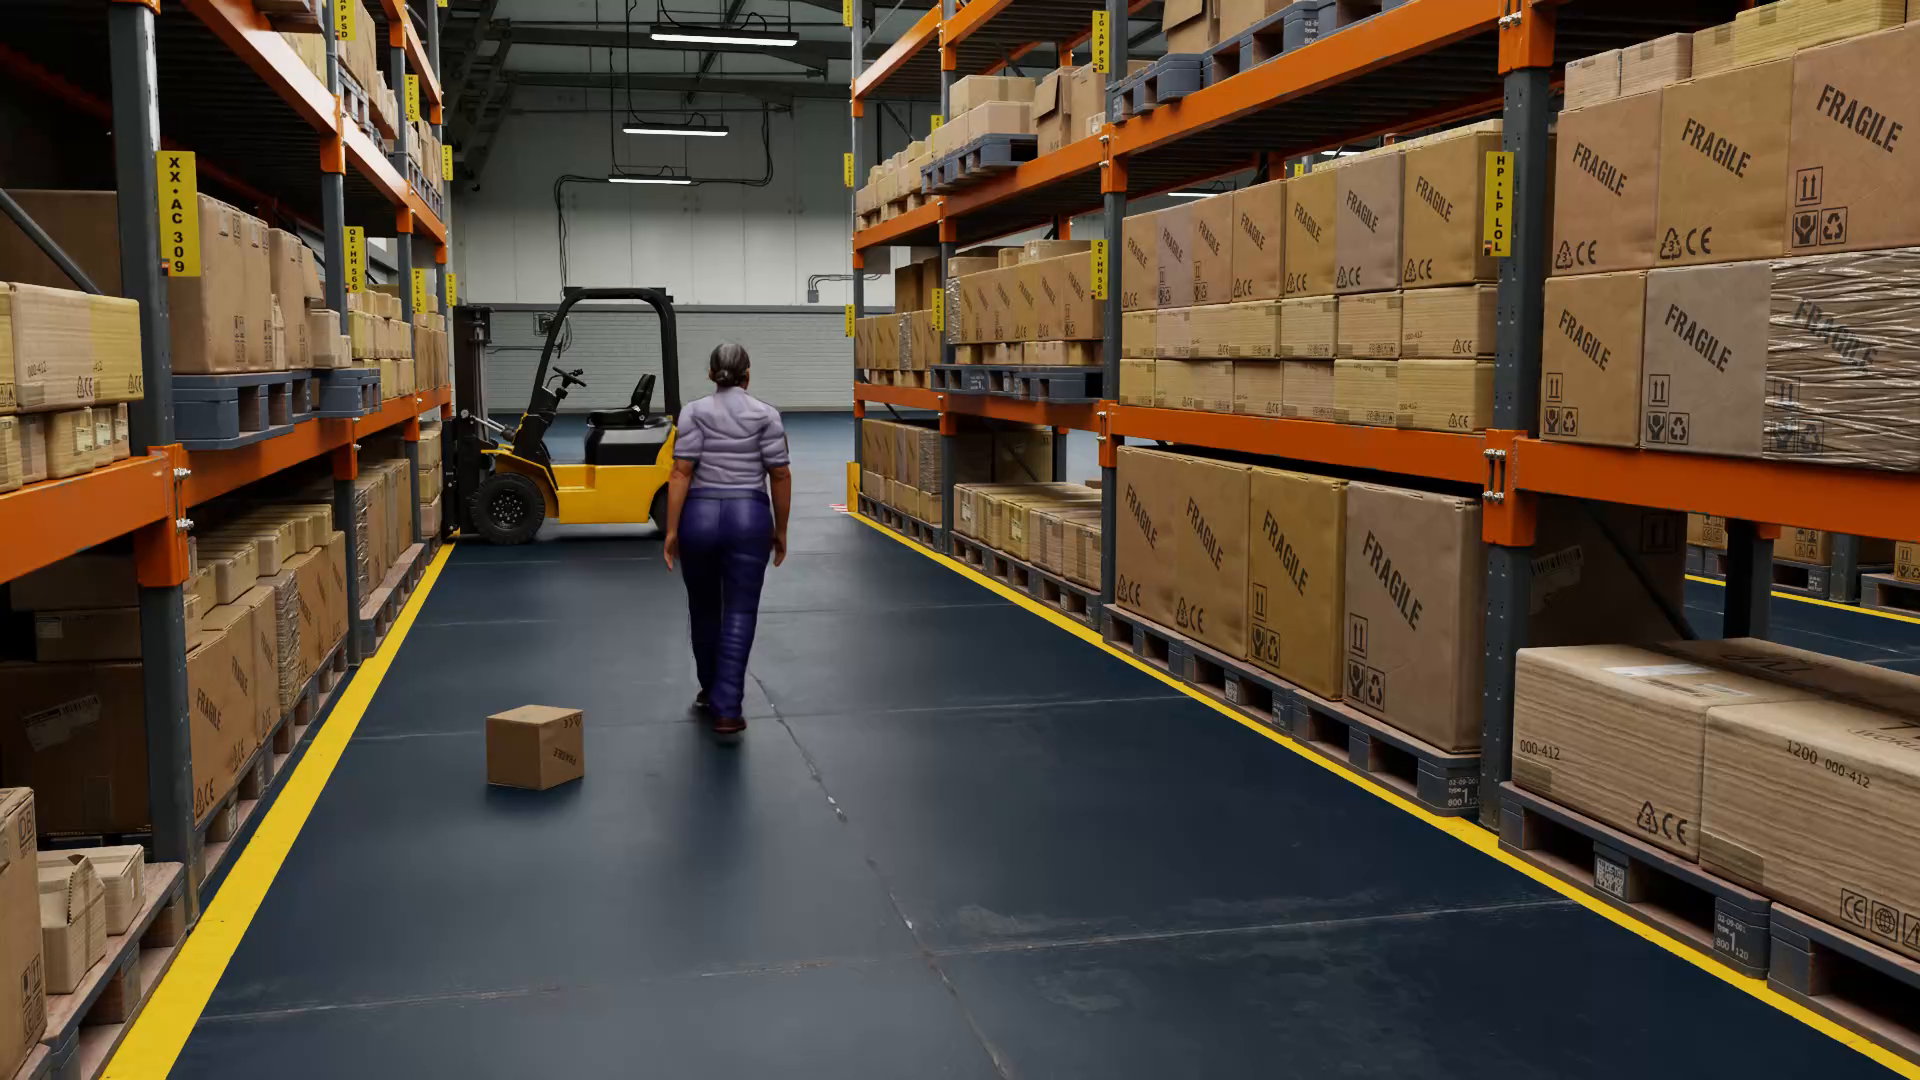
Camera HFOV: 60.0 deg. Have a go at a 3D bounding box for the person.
[{"bbox_3d":[-0.964,-0.034,7.027,0.506,1.601,0.898,0,6,1],"label":"person"}]
